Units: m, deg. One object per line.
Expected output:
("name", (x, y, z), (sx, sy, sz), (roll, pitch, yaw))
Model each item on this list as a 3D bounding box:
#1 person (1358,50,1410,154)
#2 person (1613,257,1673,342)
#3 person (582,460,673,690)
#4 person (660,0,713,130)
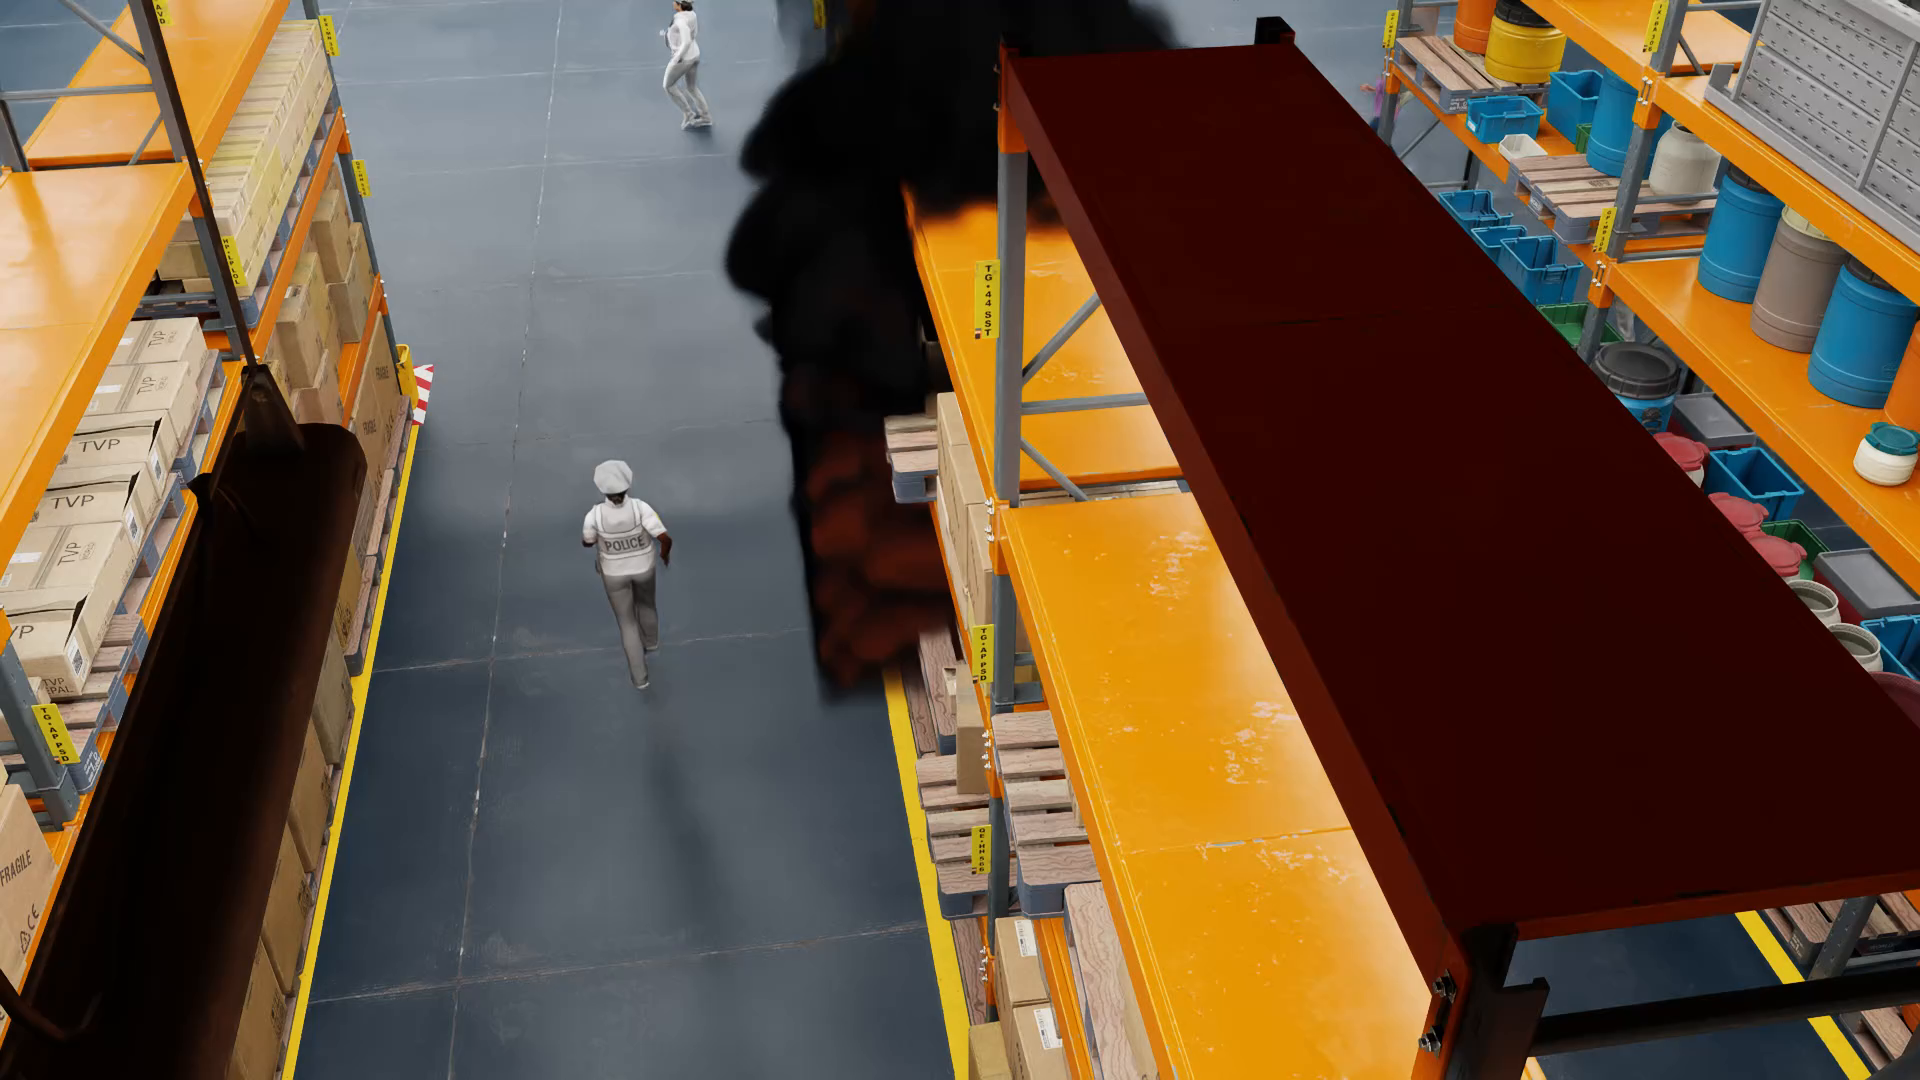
("person", (4.701, -4.702, 18.514), (0.625, 1.604, 0.515), (9, 37, 12))
("person", (6.136, -2.466, 14.861), (0.686, 1.749, 0.600), (-11, 38, -14))
("person", (-2.229, 0.234, 11.236), (0.546, 1.796, 0.736), (-14, 38, -18))
("person", (-3.319, -5.724, 19.832), (0.629, 1.705, 0.595), (13, 38, 17))
